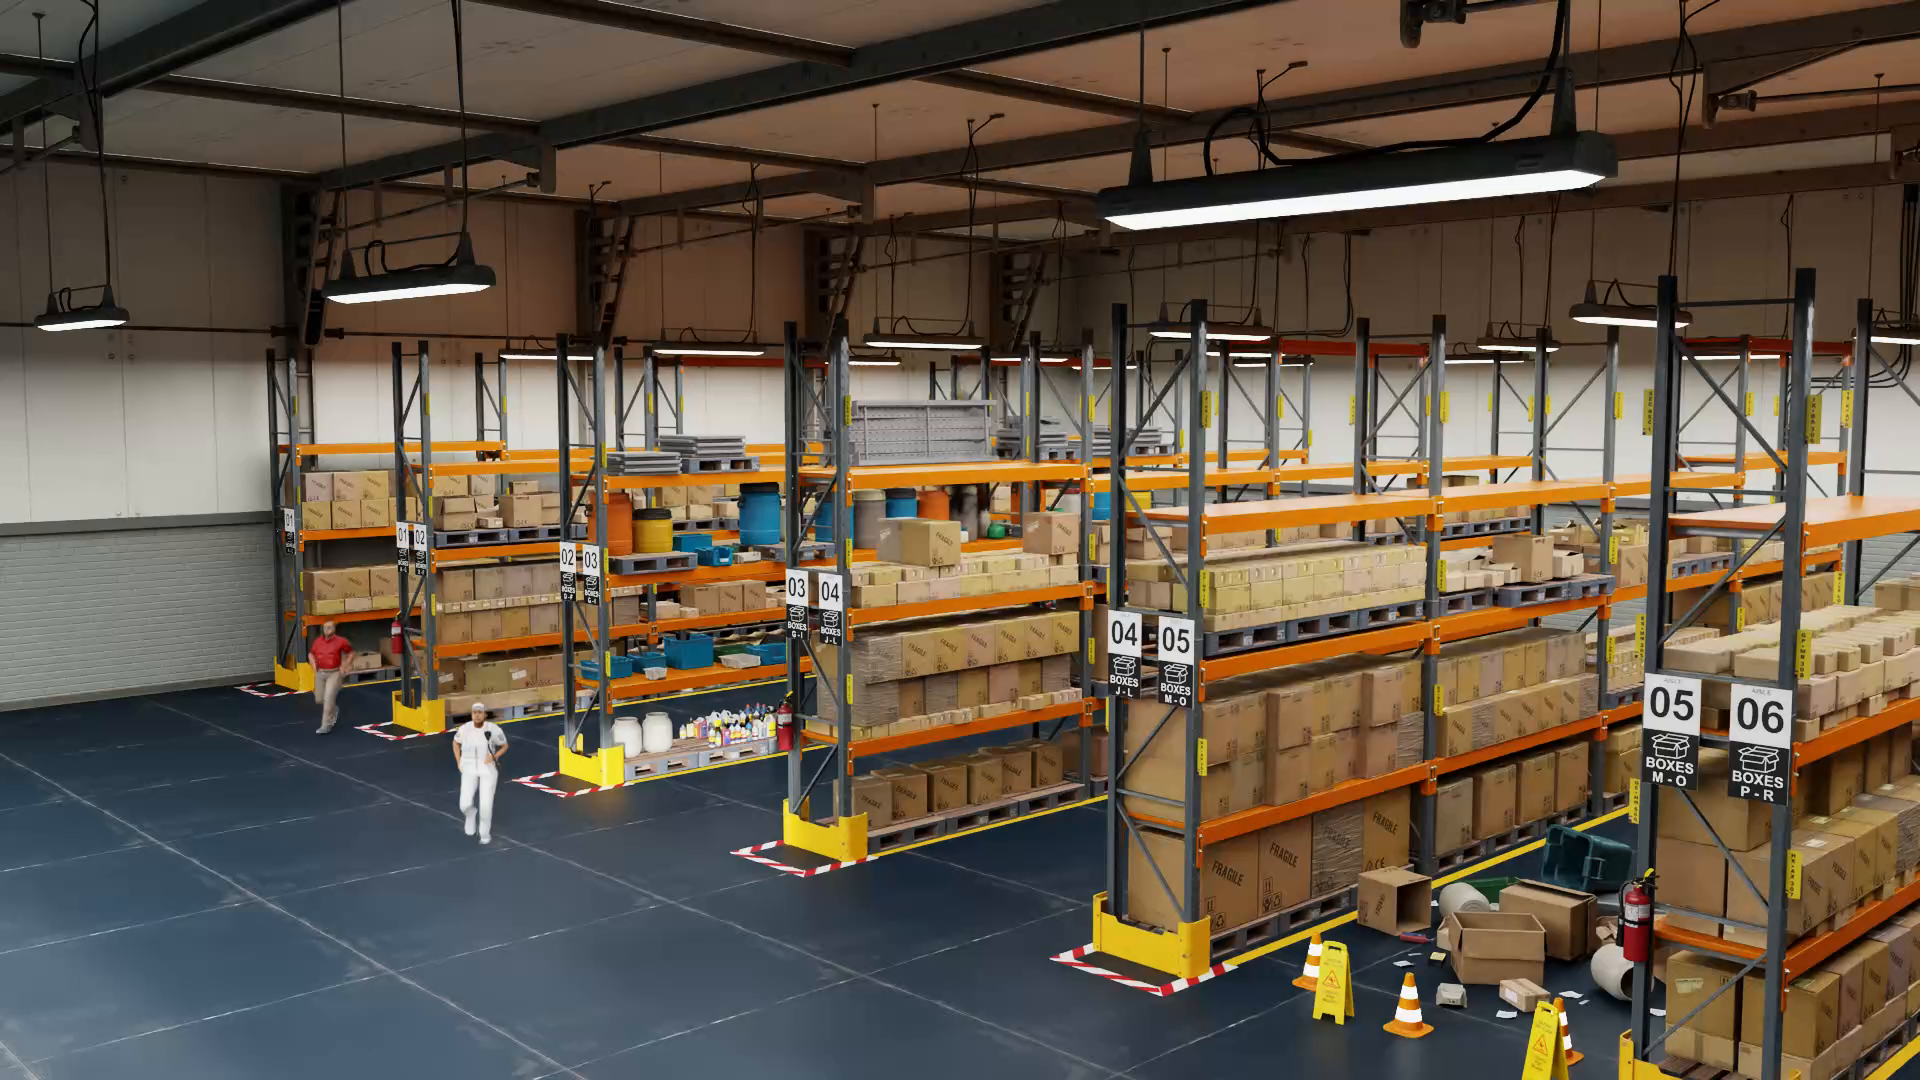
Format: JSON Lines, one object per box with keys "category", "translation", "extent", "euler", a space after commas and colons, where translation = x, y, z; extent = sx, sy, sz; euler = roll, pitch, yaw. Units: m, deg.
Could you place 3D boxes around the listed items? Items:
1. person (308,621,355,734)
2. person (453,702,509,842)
{"category": "person", "translation": [-9.712, 2.090, 25.672], "extent": [0.692, 1.707, 0.800], "euler": [0, 5, 5]}
{"category": "person", "translation": [-5.549, 2.689, 19.200], "extent": [0.651, 1.638, 0.511], "euler": [-1, 5, -6]}
